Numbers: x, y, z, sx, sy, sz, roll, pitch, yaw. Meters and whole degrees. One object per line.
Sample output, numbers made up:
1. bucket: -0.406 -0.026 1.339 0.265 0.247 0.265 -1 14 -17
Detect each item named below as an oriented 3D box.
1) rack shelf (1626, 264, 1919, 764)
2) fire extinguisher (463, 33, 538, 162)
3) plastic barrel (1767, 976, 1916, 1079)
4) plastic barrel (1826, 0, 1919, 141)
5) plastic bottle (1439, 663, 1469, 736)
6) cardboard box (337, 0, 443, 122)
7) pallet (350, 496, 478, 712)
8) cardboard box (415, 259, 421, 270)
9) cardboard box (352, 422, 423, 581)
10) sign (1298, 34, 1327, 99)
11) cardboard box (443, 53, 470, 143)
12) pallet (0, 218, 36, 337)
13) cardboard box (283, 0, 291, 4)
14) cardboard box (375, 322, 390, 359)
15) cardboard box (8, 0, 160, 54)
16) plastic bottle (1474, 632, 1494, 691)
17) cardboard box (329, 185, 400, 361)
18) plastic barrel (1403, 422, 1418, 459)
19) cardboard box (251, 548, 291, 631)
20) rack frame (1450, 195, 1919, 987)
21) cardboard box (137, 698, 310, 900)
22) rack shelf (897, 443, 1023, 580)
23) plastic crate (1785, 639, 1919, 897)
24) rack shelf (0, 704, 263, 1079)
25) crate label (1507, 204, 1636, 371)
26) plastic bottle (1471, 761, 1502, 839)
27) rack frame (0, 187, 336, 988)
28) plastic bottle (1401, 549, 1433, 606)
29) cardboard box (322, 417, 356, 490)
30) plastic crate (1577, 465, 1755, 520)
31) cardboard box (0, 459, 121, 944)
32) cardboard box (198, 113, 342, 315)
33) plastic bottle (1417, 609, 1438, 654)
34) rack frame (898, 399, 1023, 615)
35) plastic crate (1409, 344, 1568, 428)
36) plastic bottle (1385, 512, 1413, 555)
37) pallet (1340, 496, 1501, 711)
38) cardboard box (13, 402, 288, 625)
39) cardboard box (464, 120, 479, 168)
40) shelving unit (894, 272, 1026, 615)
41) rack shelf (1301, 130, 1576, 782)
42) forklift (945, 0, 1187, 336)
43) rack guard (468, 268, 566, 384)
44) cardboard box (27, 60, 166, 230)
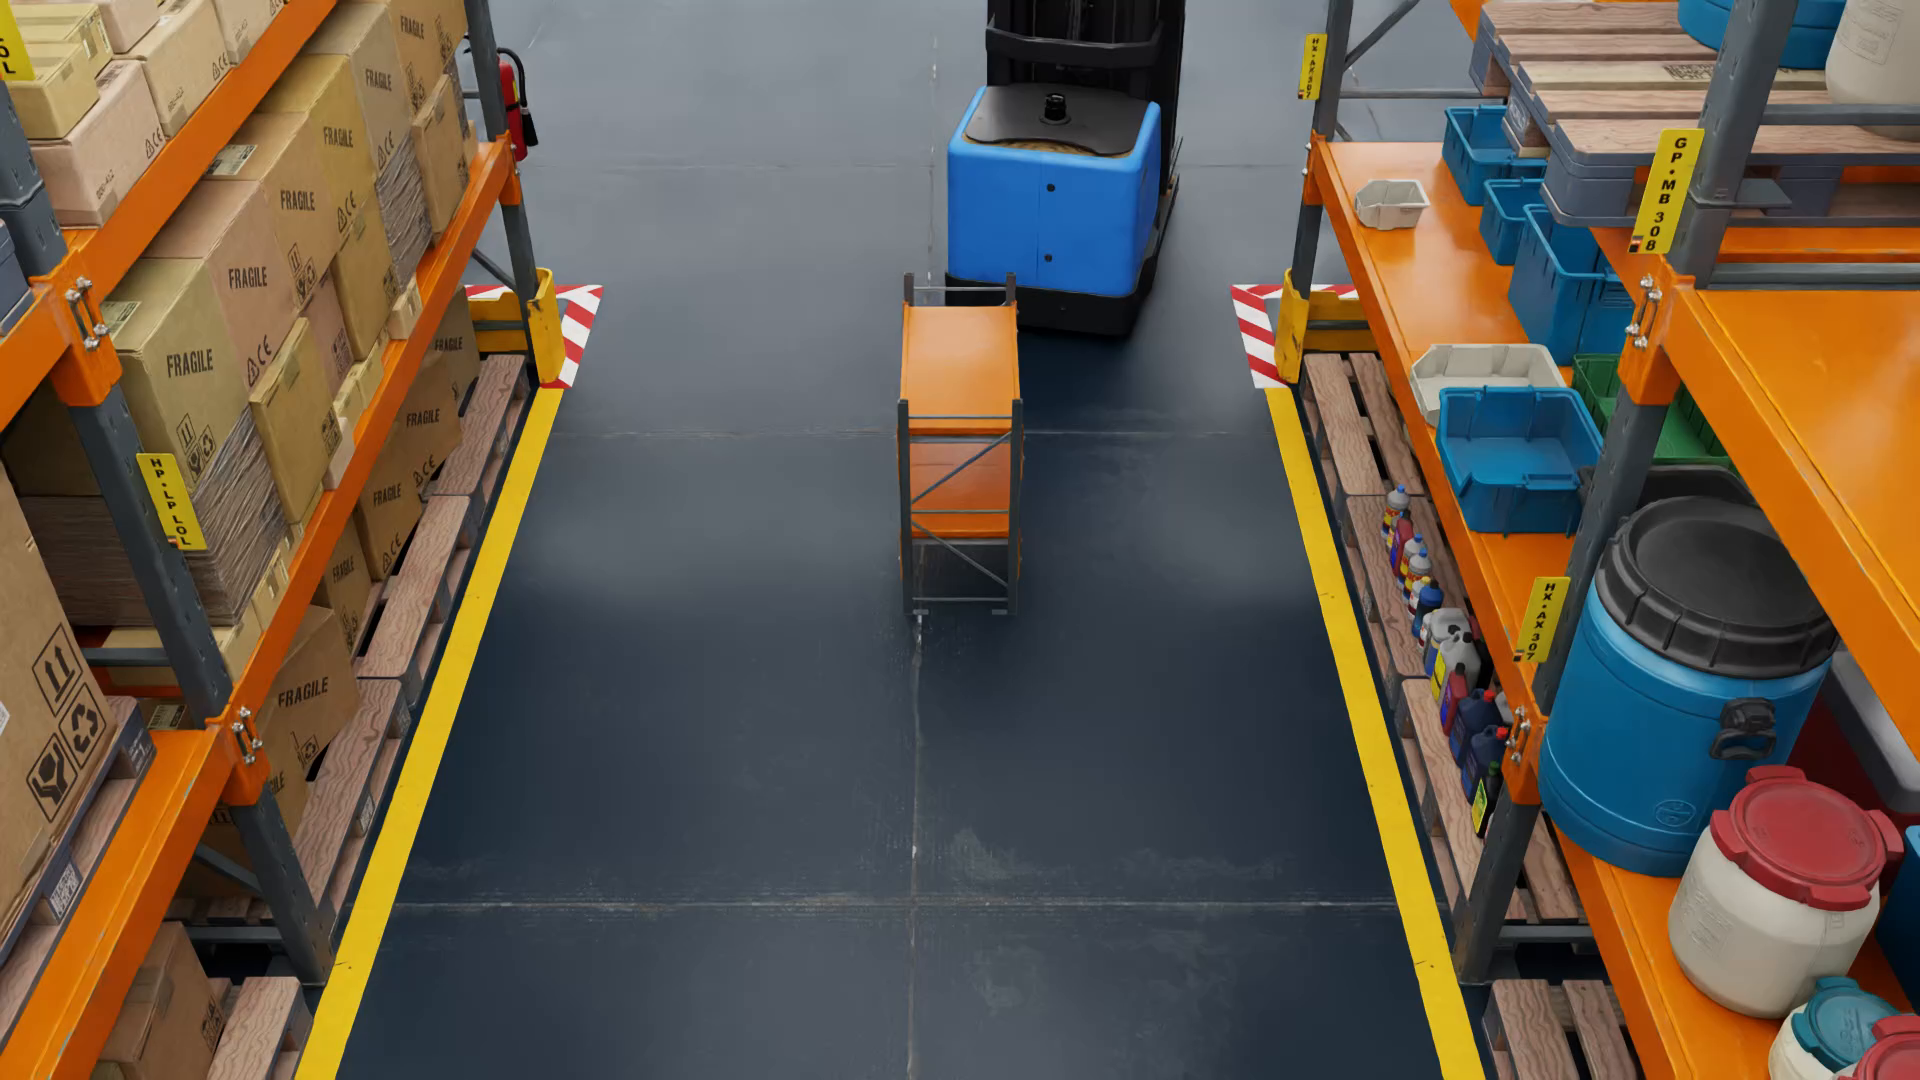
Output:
1. rack shelf: 2.243 0.709 2.643 1.077 0.370 4.000 0 39 0
2. fire extinguisher: -2.256 -2.191 8.148 0.296 0.674 0.183 0 39 0
3. plastic barrel: 2.089 1.230 3.927 0.301 0.262 0.301 0 39 0
4. plastic barrel: 2.437 -1.299 4.149 0.421 0.512 0.421 0 39 0
5. plastic bottle: 1.910 0.612 6.408 0.061 0.283 0.133 2 39 3
6. cardboard box: -2.463 -2.038 6.778 0.500 0.500 0.500 0 39 0
7. pallet: -2.753 0.255 7.263 1.003 0.211 1.213 0 39 0
8. cardboard box: -2.515 -1.248 7.110 0.380 0.149 0.250 0 39 0
9. cardboard box: -2.716 -0.182 7.242 0.500 0.500 0.500 3 39 4
10. sign: 1.686 -2.263 7.954 0.100 0.325 0.005 0 39 0
11. cardboard box: -2.744 -1.961 7.480 0.875 0.500 0.500 0 39 0
12. pallet: -2.818 -0.359 3.551 1.213 0.211 1.003 0 39 0
13. cardboard box: -2.461 -2.013 5.585 0.500 0.250 0.500 -1 39 -1
14. cardboard box: -2.473 -0.779 6.524 0.380 0.149 0.250 0 39 0
15. cardboard box: -2.452 -1.456 4.571 0.380 0.149 0.250 0 39 0
16. plastic bottle: 2.054 0.496 6.553 0.061 0.283 0.133 0 39 0
17. cardboard box: -2.677 -1.023 6.310 0.875 0.500 0.500 0 39 0
18. plastic barrel: 2.314 -0.621 7.780 0.421 0.512 0.421 0 39 0
19. cardboard box: -2.399 0.159 5.354 0.380 0.149 0.250 0 39 0
20. rack frame: 2.241 0.348 4.917 1.000 3.000 0.127 0 39 0
21. cardboard box: -2.673 0.913 5.875 0.500 0.500 0.500 -1 39 -1
22. rack shelf: 0.000 -0.244 7.546 0.538 0.278 1.000 0 39 0
23. plastic crate: 2.547 0.626 4.519 0.402 0.464 0.583 0 39 0
24. rack shelf: -2.710 1.883 3.577 1.077 0.370 4.000 0 39 0
25. crate label: 2.509 -1.016 6.591 0.502 0.435 0.616 0 39 0
26. plastic bottle: 1.910 0.936 6.004 0.061 0.283 0.133 2 39 2
27. rack frame: -2.712 0.352 4.912 1.000 3.000 0.127 0 39 0
28. plastic bottle: 1.927 0.151 6.993 0.097 0.271 0.097 0 39 0
29. cardboard box: -2.396 -0.310 5.939 0.380 0.149 0.250 0 39 0
30. plastic crate: 2.367 0.045 5.345 0.767 0.338 0.504 0 39 0
31. cardboard box: -2.851 0.451 3.973 1.000 1.000 1.000 0 39 0
32. cardboard box: -2.461 -1.100 5.607 0.500 0.500 0.500 0 39 0
33. plastic bottle: 1.927 0.369 6.777 0.097 0.201 0.097 0 39 0
34. rack frame: 0.001 -0.117 6.996 0.500 1.125 0.032 0 39 0
35. plastic crate: 1.985 -0.564 6.266 0.530 0.136 0.437 0 39 0
36. plastic bottle: 1.927 -0.034 7.280 0.097 0.201 0.097 0 39 0
37. pallet: 2.277 0.252 7.267 1.003 0.211 1.213 0 39 0
38. cardboard box: -2.651 -0.085 5.139 0.875 0.500 0.500 0 39 0
39. cardboard box: -2.510 -1.873 7.890 0.380 0.149 0.250 0 39 0
40. shelving unit: 0.000 -0.435 7.393 0.538 1.125 1.048 0 39 0
41. rack shelf: 2.238 -0.622 6.702 1.077 0.370 4.000 0 39 0
42. forklift: 0.750 -3.178 9.372 1.130 2.935 3.031 8 39 10
43. rack guard: -2.717 -1.127 8.756 1.175 0.500 0.348 0 39 0
44. cardboard box: -2.457 -1.042 4.373 0.500 0.250 0.500 -1 39 -2
